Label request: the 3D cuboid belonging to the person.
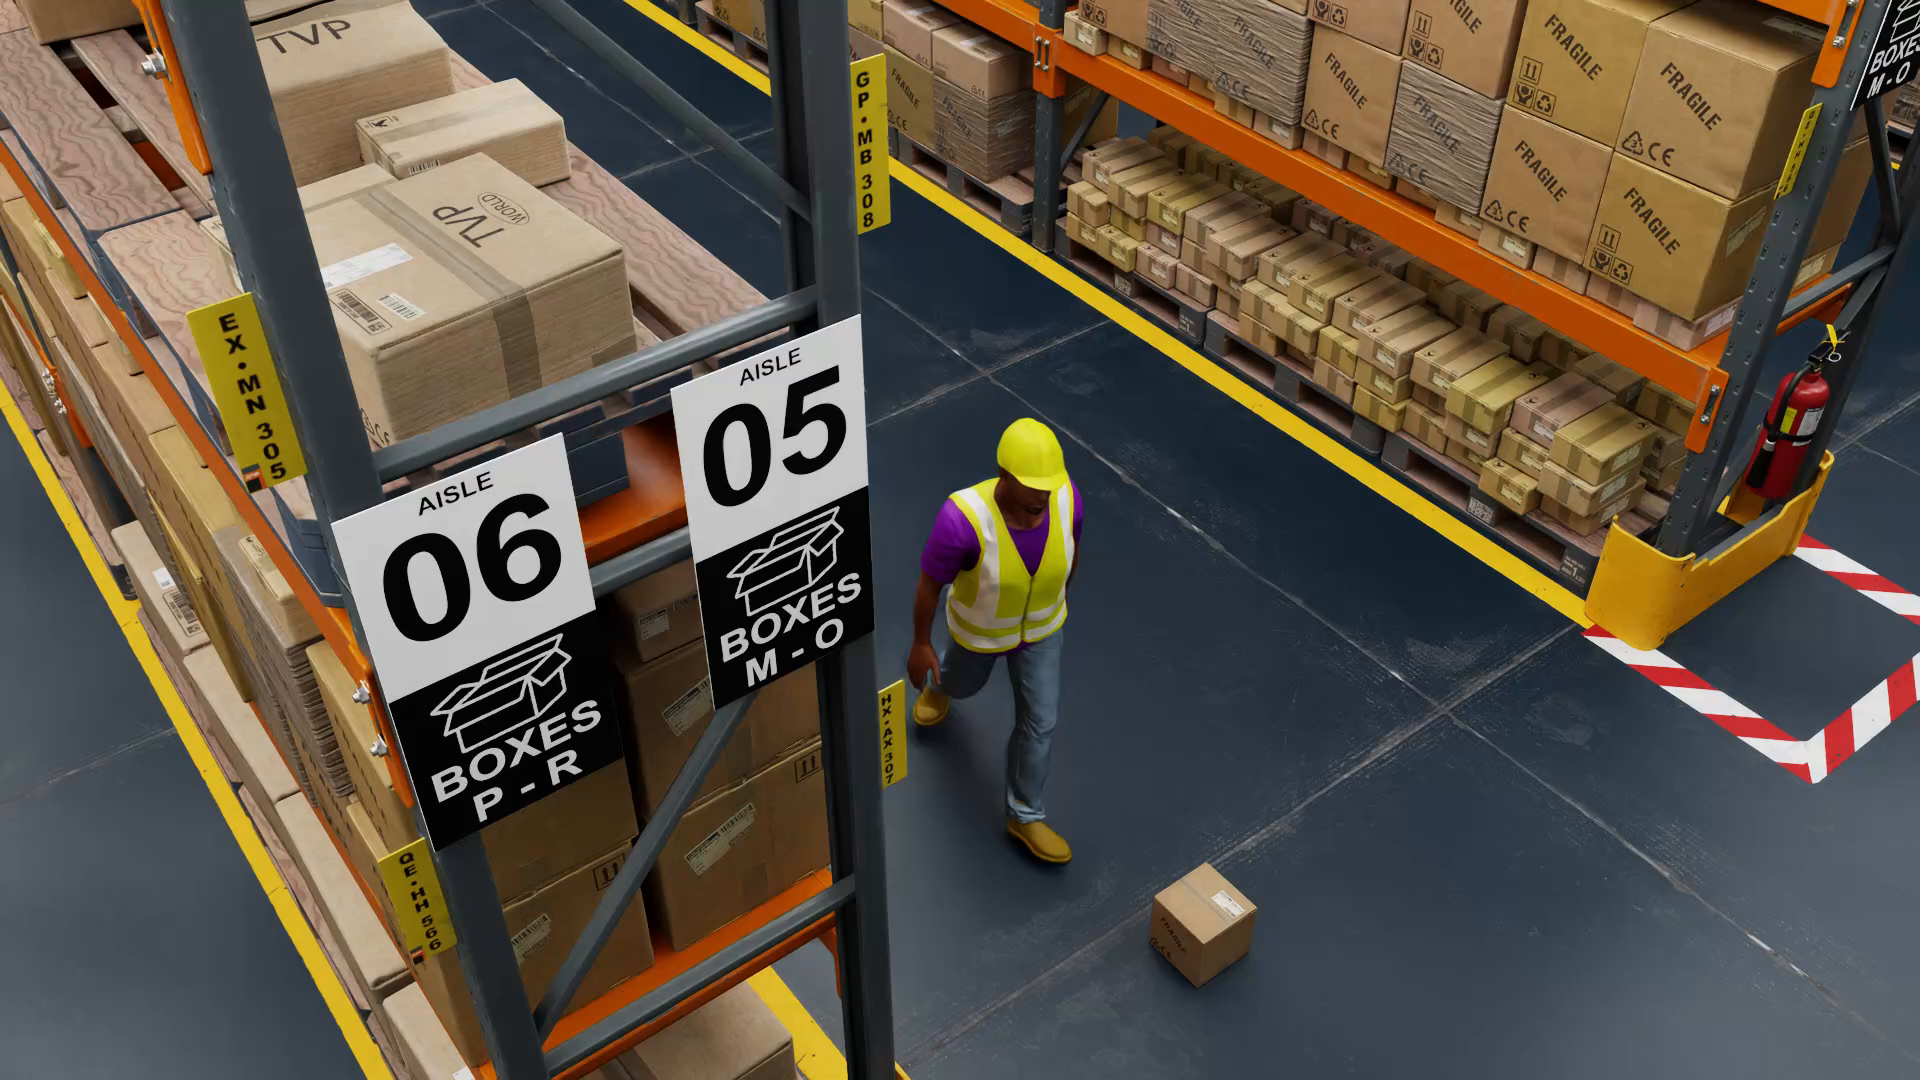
[{"bbox_3d":[0.110,0.263,5.837,0.682,1.727,1.029,-14,42,-17],"label":"person"}]
